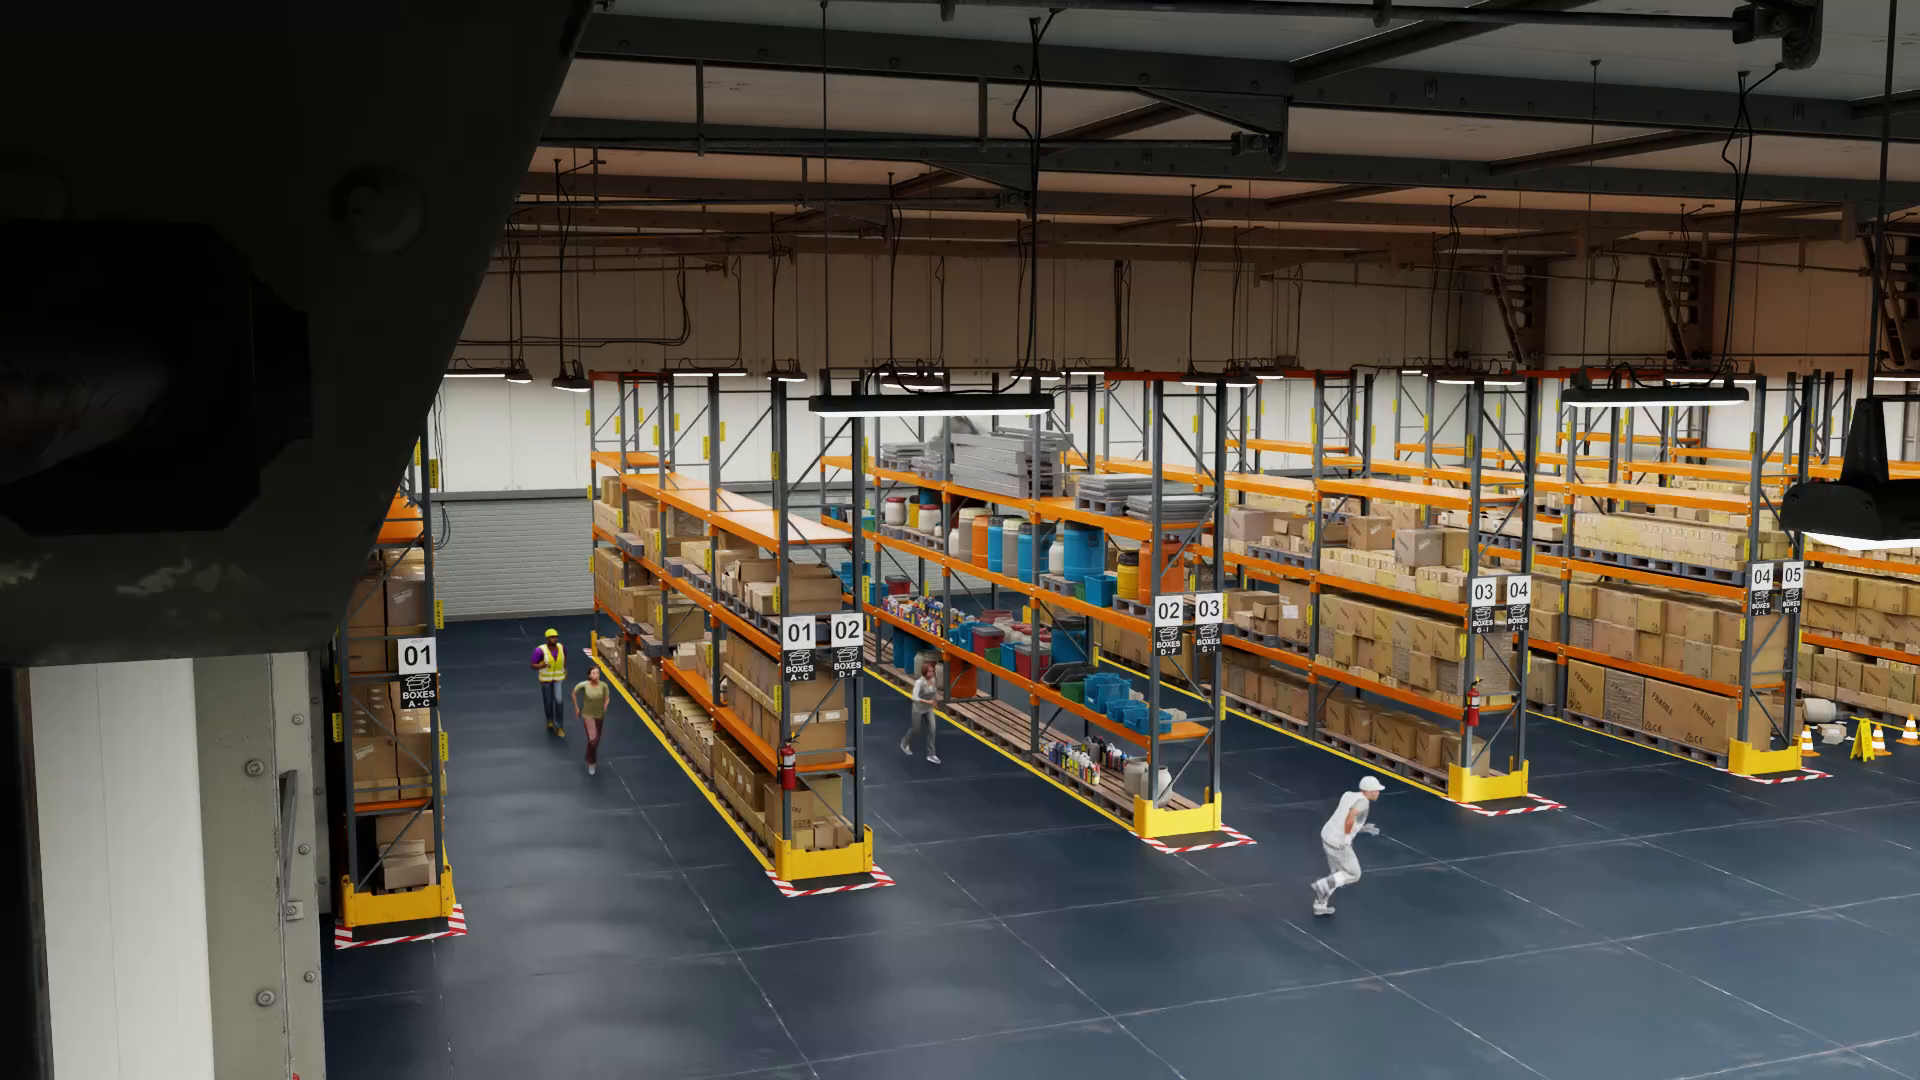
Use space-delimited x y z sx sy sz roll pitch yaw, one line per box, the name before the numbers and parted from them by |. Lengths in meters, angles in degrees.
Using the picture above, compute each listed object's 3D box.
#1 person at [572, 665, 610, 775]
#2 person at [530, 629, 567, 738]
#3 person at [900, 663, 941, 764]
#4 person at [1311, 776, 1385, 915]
person | -5.584 2.708 25.238 0.527 1.671 0.792 -4 7 -31
person | -6.829 2.380 27.702 0.643 1.835 0.773 -3 7 -23
person | -0.613 2.665 25.915 0.533 1.568 0.887 -5 8 -39
person | 4.376 3.459 18.744 0.823 1.588 0.695 -1 6 -7
